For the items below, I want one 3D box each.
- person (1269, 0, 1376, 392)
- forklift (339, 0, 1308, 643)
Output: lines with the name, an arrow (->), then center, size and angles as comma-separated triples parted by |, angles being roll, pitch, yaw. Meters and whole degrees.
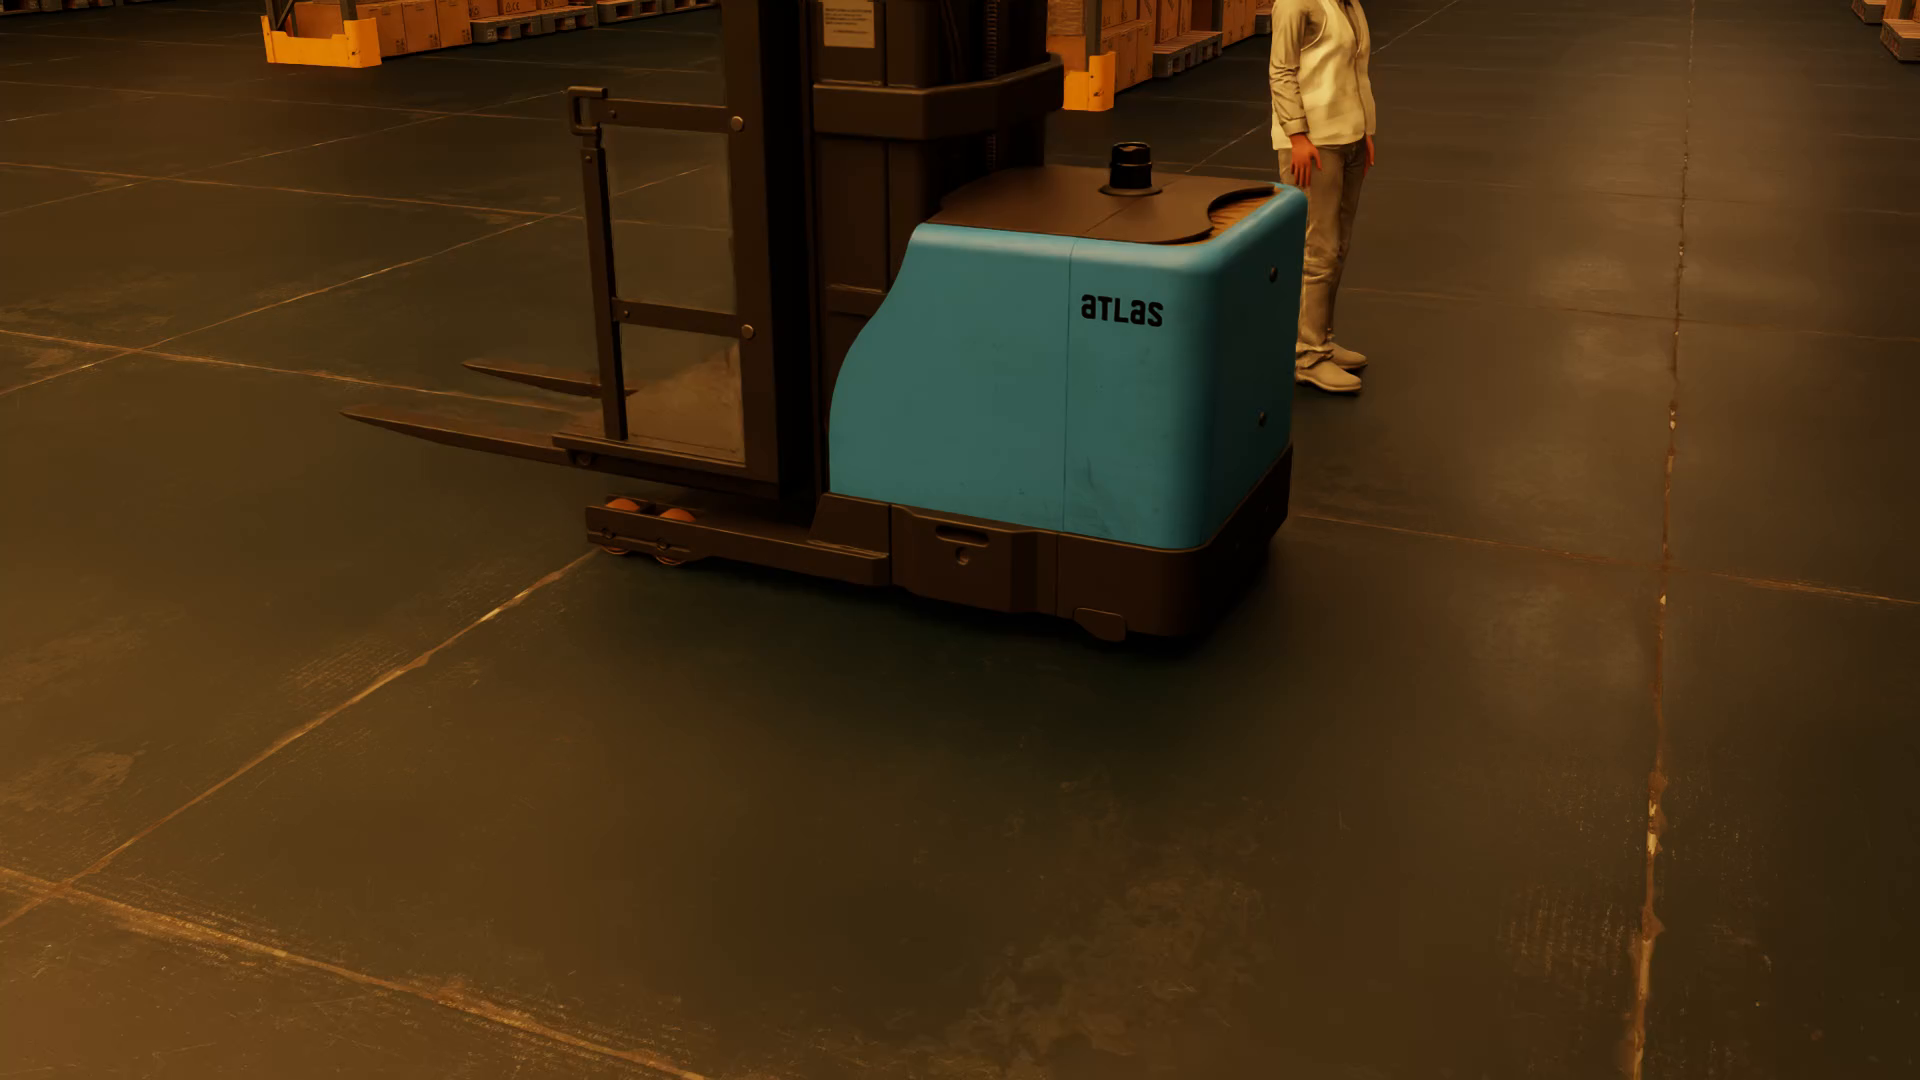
person -> 1.473, -1.523, 6.419 | 0.569, 1.774, 0.627 | 16, 28, 34
forklift -> -0.559, -1.448, 4.757 | 3.031, 2.935, 1.130 | 10, 25, 23
